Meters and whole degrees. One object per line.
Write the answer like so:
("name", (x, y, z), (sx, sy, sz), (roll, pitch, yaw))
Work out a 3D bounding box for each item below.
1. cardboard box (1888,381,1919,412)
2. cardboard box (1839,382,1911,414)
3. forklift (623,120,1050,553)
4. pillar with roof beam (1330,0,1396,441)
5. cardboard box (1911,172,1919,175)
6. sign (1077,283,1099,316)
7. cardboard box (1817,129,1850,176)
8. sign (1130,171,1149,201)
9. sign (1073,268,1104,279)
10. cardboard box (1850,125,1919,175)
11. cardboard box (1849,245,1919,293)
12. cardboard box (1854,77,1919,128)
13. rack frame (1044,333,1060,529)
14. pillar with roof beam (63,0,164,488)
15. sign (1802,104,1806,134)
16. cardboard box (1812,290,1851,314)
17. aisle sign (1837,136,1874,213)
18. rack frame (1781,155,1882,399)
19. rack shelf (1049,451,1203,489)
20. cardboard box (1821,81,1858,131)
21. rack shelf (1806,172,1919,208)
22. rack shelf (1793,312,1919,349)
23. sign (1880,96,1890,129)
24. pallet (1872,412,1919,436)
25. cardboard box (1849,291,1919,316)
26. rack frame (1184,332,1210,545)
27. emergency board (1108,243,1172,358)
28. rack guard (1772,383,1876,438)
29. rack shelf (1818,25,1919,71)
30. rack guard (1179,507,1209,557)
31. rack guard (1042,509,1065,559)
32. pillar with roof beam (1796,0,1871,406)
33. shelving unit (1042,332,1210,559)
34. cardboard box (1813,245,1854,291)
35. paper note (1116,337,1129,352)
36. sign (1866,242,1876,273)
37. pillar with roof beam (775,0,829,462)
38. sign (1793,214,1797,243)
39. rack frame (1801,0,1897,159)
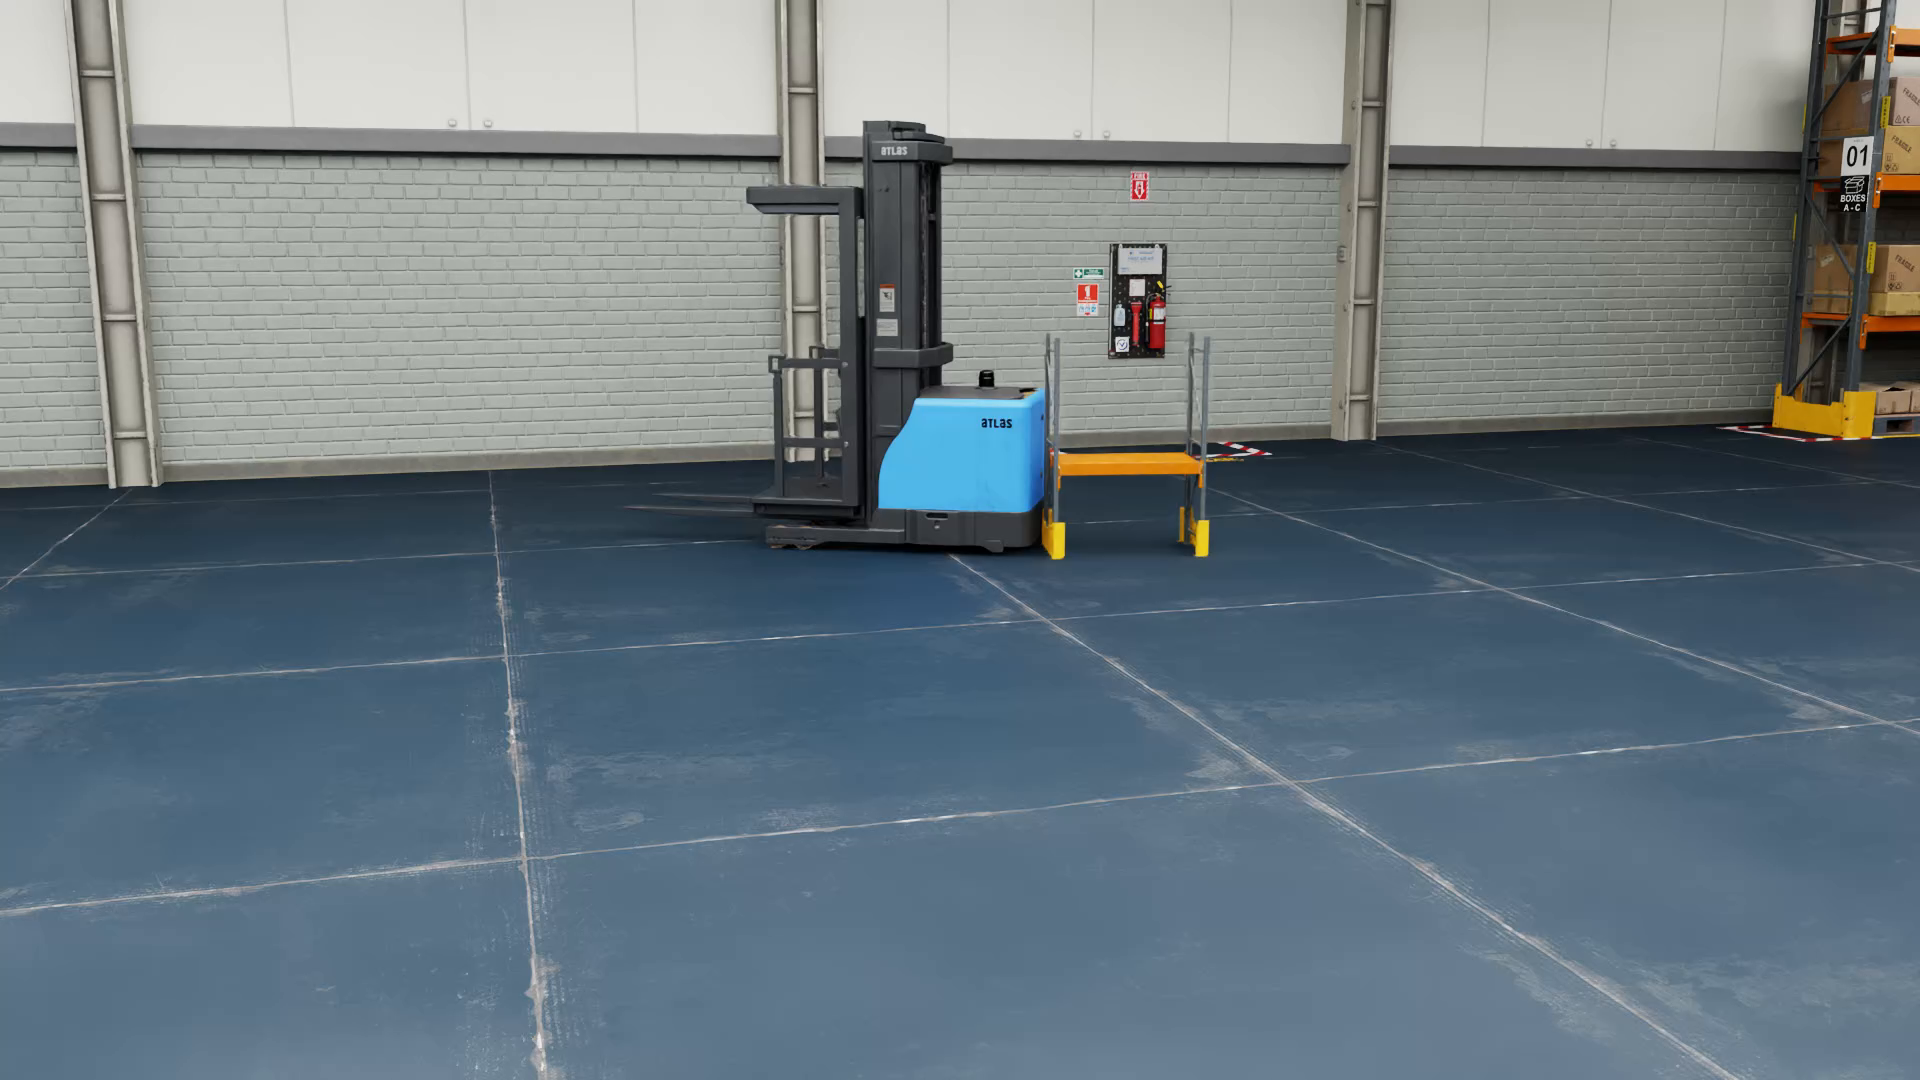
("cardboard box", (10.817, -1.630, 18.825), (0.500, 0.311, 0.500), (-2, 11, -11))
("cardboard box", (10.270, -1.601, 18.668), (0.500, 0.311, 0.500), (-4, 11, -22))
("forklift", (-0.906, -1.464, 11.905), (3.031, 2.935, 1.130), (2, 11, 11))
("pillar with roof beam", (5.453, -4.772, 13.111), (0.400, 9.000, 9.100), (-3, 11, -16))
("cardboard box", (10.497, -4.216, 18.047), (0.500, 0.500, 0.500), (-2, 11, -12))
("sign", (1.307, -2.459, 17.018), (0.234, 0.329, 0.001), (-3, 11, -16))
("cardboard box", (9.910, -4.287, 18.431), (0.500, 0.500, 0.500), (-2, 11, -12))
("sign", (1.831, -3.608, 16.958), (0.199, 0.298, 0.001), (-3, 11, -16))
("sign", (1.314, -2.718, 16.963), (0.331, 0.109, 0.001), (-3, 11, -16))
("cardboard box", (9.971, -4.195, 17.933), (0.500, 0.500, 0.500), (-3, 11, -14))
("cardboard box", (10.123, -2.964, 18.151), (0.500, 0.500, 0.500), (-3, 11, -16))
("cardboard box", (10.018, -4.691, 17.863), (0.500, 0.500, 0.500), (-4, 11, -20))
("rack frame", (0.632, -0.659, 11.484), (0.032, 1.500, 0.500), (-1, 10, -5))
("pillar with roof beam", (-6.069, -4.164, 9.812), (0.400, 9.000, 9.100), (-3, 11, -16))
("sign", (9.444, -4.696, 18.537), (0.005, 0.325, 0.100), (-3, 11, -16))
("cardboard box", (9.975, -2.681, 18.683), (0.500, 0.250, 0.500), (-3, 11, -15))
("aisle sign", (9.595, -3.910, 17.821), (0.004, 0.787, 0.394), (-3, 11, -16))
("rack frame", (9.580, -2.687, 18.359), (0.127, 3.000, 1.000), (-3, 11, -16))
("rack shelf", (1.139, -0.490, 11.559), (1.000, 0.185, 0.538), (-1, 10, -5))
("cardboard box", (9.921, -4.781, 18.352), (0.500, 0.500, 0.500), (-3, 11, -13))
("rack shelf", (11.501, -3.910, 18.703), (4.000, 0.370, 1.077), (-3, 11, -16))
("rack shelf", (11.501, -2.435, 18.974), (4.000, 0.370, 1.077), (-3, 11, -16))
("sign", (9.732, -4.498, 17.496), (0.005, 0.325, 0.100), (-3, 11, -16))
("pallet", (10.443, -1.355, 18.823), (1.213, 0.211, 1.003), (-3, 11, -16))
("cardboard box", (10.138, -2.593, 18.205), (0.500, 0.250, 0.500), (-3, 11, -18))
("rack frame", (1.645, -0.675, 11.569), (0.032, 1.500, 0.500), (-1, 10, -5))
("emergency board", (1.866, -2.451, 17.076), (0.643, 1.169, 0.194), (-3, 11, -16))
("rack guard", (9.653, -1.462, 18.607), (0.348, 0.500, 1.175), (-3, 11, -16))
("rack shelf", (11.501, -5.384, 18.431), (4.000, 0.370, 1.077), (-3, 11, -16))
("rack guard", (1.644, -0.060, 11.682), (0.087, 0.250, 0.587), (-1, 10, -5))
("rack guard", (0.651, -0.045, 11.599), (0.087, 0.250, 0.587), (-1, 10, -5))
("pillar with roof beam", (11.214, -5.075, 14.760), (0.400, 9.000, 9.100), (-3, 11, -16))
("shelving unit", (1.148, -0.667, 11.527), (1.083, 1.500, 0.587), (-1, 10, -5))
("cardboard box", (9.974, -3.053, 18.634), (0.500, 0.500, 0.500), (-3, 11, -17))
("paper note", (1.677, -2.021, 17.172), (0.142, 0.148, 0.016), (-3, 11, -16))
("sign", (9.732, -3.019, 17.769), (0.005, 0.325, 0.100), (-3, 11, -16))
("pillar with roof beam", (-0.308, -4.468, 11.462), (0.400, 9.000, 9.100), (-3, 11, -16))
("sign", (9.444, -3.510, 18.756), (0.005, 0.325, 0.100), (-3, 11, -16))
("rack frame", (9.580, -5.638, 17.816), (0.127, 3.000, 1.000), (-3, 11, -16))
